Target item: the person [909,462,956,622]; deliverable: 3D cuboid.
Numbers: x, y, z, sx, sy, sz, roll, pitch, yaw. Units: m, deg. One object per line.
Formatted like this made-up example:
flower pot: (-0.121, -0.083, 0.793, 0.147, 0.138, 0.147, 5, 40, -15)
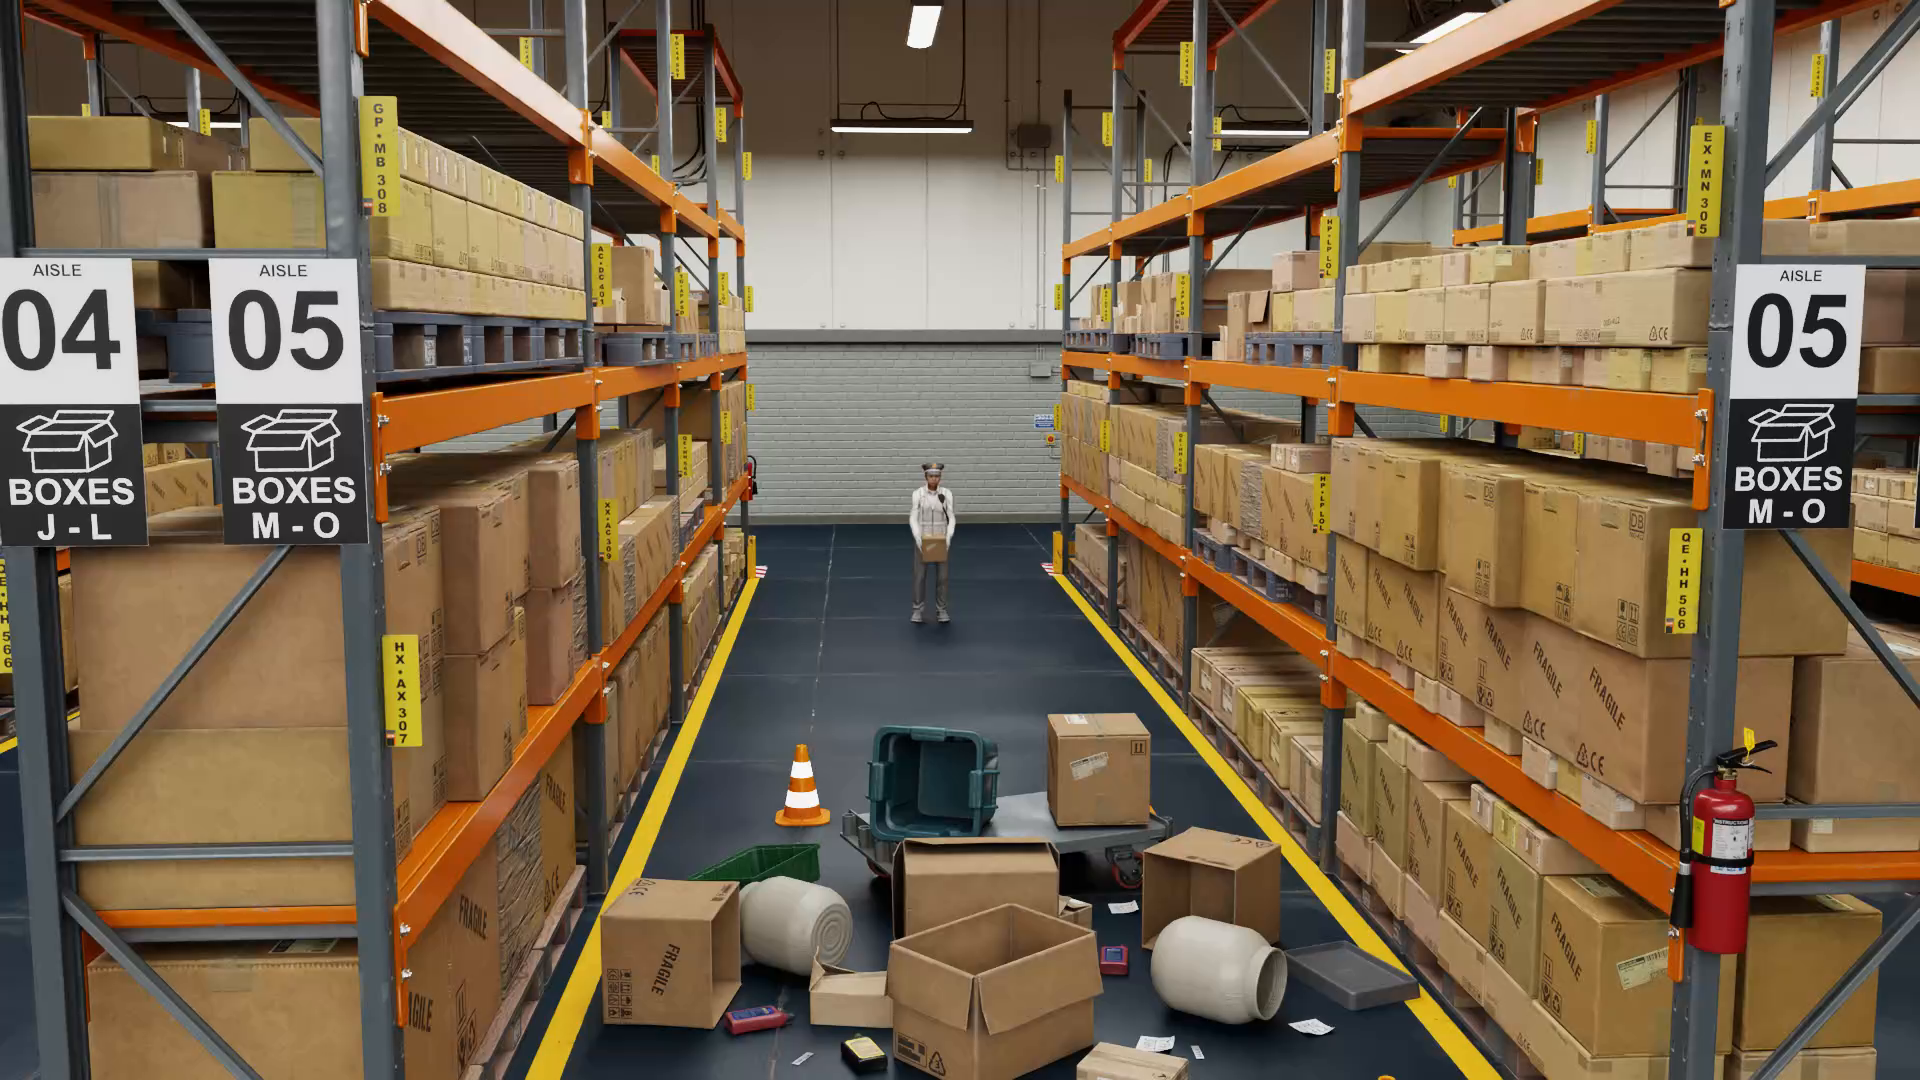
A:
person: (-0.287, 0.018, 17.497, 0.498, 1.686, 0.424, -1, 7, -5)
